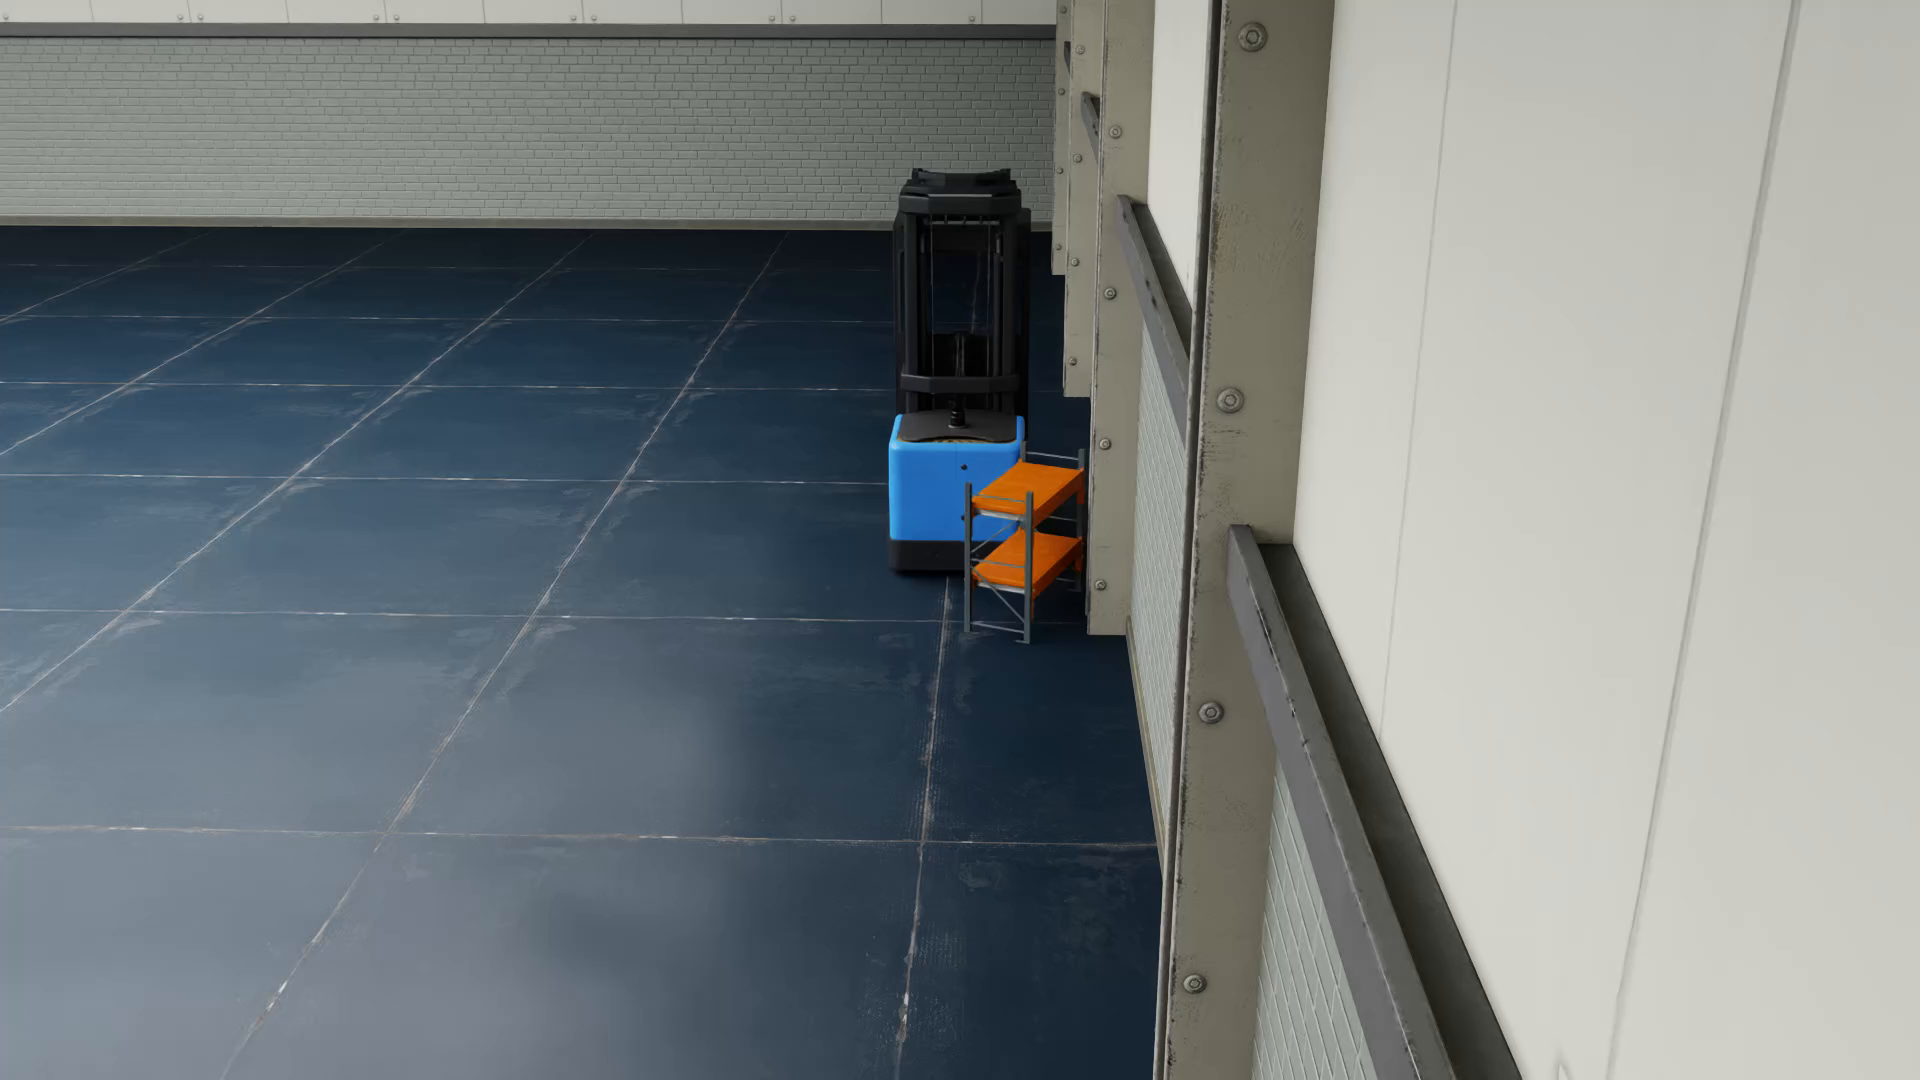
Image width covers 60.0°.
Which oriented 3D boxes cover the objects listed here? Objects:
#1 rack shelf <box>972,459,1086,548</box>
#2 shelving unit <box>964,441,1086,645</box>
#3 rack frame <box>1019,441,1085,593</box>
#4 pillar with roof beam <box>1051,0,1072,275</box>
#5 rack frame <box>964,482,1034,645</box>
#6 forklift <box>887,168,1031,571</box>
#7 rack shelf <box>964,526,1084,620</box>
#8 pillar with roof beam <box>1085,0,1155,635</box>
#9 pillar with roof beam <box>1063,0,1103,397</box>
[{"bbox_3d":[0.473,-0.274,11.869,0.538,0.278,1.000,9,23,22],"label":"rack shelf"},{"bbox_3d":[0.474,-0.001,11.974,0.538,1.125,1.048,9,23,22],"label":"shelving unit"},{"bbox_3d":[0.682,-0.169,12.407,0.500,1.125,0.032,9,23,22],"label":"rack frame"},{"bbox_3d":[-2.873,-7.981,21.658,9.100,9.000,0.400,1,21,2],"label":"pillar with roof beam"},{"bbox_3d":[0.266,0.166,11.541,0.500,1.125,0.032,9,23,22],"label":"rack frame"},{"bbox_3d":[0.025,-1.612,13.632,1.130,2.935,3.031,1,21,2],"label":"forklift"},{"bbox_3d":[0.474,0.227,12.062,0.538,0.278,1.000,9,23,22],"label":"rack shelf"},{"bbox_3d":[-3.238,-3.642,10.476,9.100,9.000,0.400,1,21,2],"label":"pillar with roof beam"},{"bbox_3d":[-3.056,-5.812,16.067,9.100,9.000,0.400,1,21,2],"label":"pillar with roof beam"}]
